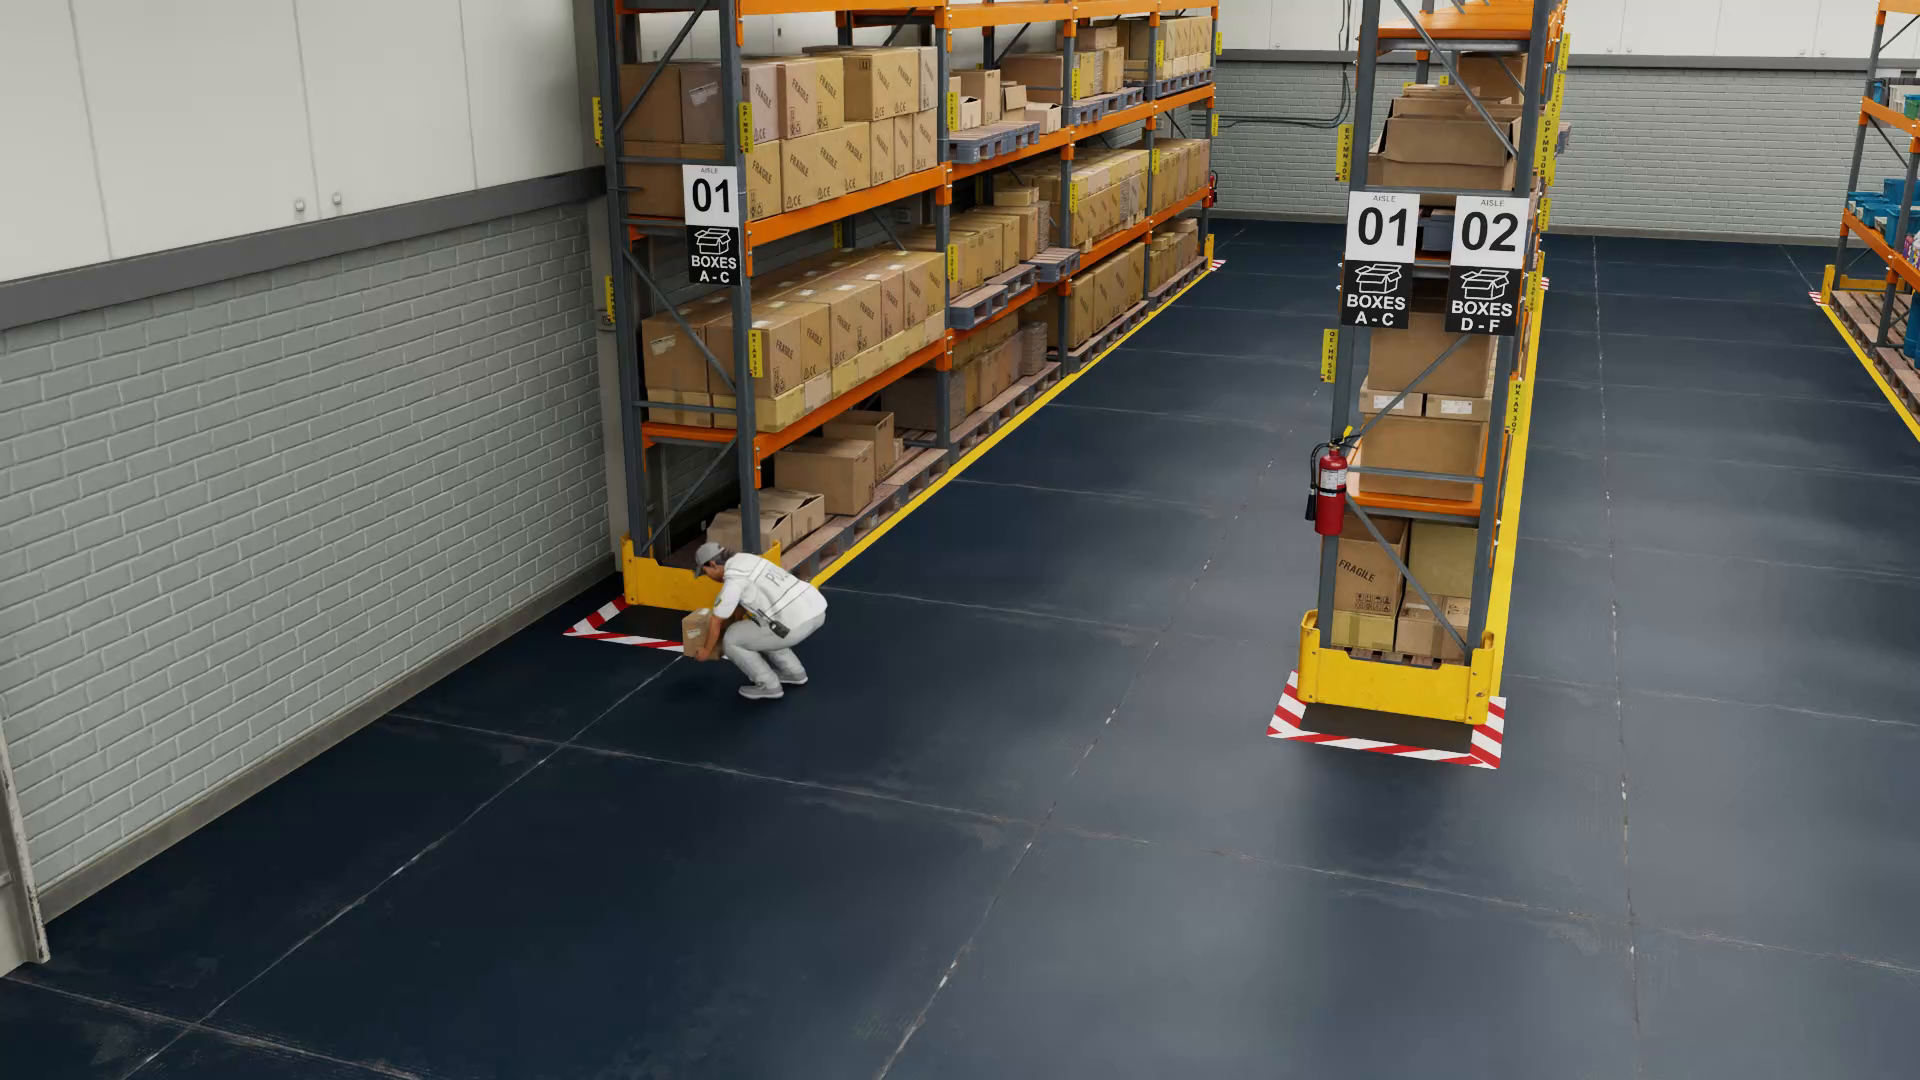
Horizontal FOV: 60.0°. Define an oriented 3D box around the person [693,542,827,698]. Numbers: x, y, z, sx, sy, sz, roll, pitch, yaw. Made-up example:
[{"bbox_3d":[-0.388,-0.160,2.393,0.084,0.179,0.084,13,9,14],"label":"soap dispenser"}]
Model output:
[{"bbox_3d":[-1.284,0.502,10.650,0.839,0.986,0.526,6,20,18],"label":"person"}]
